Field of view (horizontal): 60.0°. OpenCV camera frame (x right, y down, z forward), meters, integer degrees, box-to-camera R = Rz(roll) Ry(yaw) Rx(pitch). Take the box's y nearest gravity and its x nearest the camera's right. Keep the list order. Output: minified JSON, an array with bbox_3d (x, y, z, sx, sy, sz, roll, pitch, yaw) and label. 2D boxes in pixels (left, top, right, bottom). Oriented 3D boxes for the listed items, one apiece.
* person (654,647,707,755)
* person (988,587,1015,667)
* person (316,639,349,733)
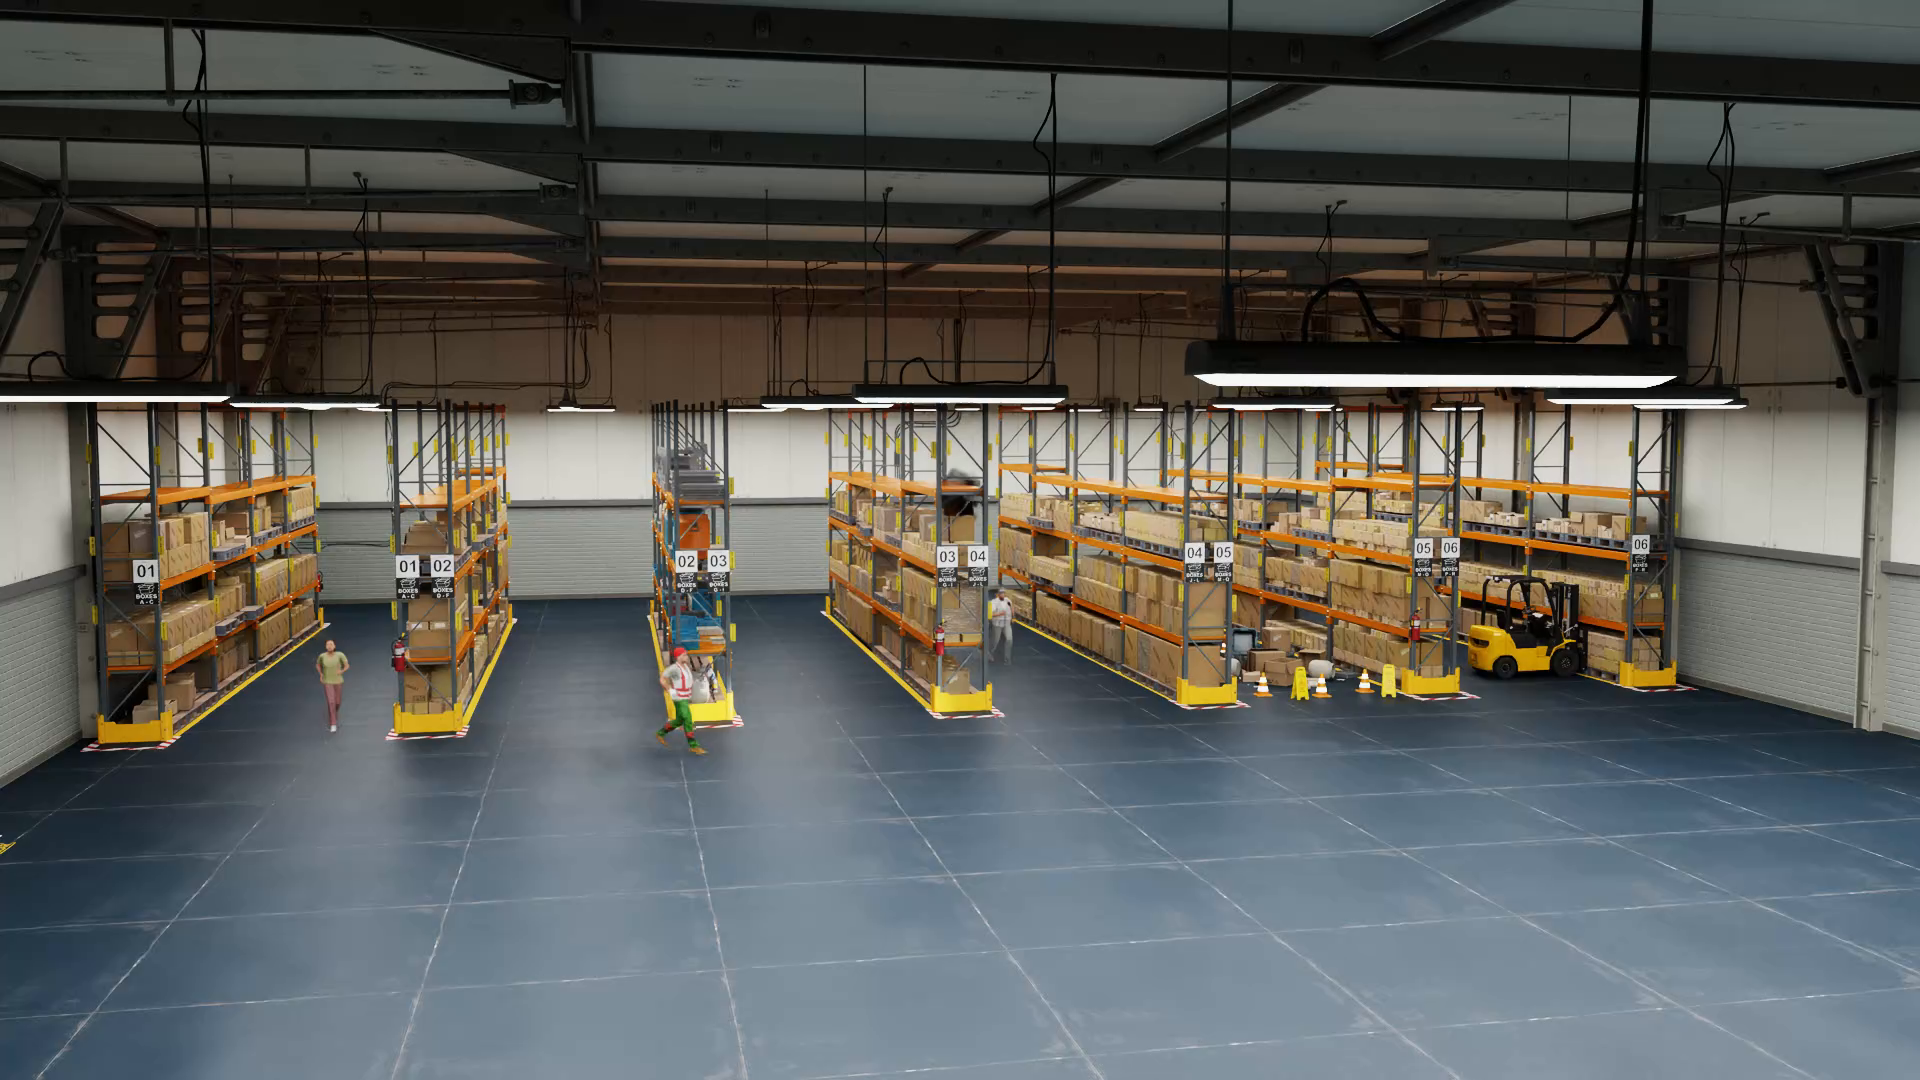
[{"bbox_3d":[-4.727,2.701,28.088,0.993,1.796,0.655,1,4,13],"label":"person"},{"bbox_3d":[0.944,1.972,38.170,0.673,1.850,0.927,-1,5,-19],"label":"person"},{"bbox_3d":[-11.416,2.615,30.295,0.566,1.669,0.834,-2,5,-21],"label":"person"}]
